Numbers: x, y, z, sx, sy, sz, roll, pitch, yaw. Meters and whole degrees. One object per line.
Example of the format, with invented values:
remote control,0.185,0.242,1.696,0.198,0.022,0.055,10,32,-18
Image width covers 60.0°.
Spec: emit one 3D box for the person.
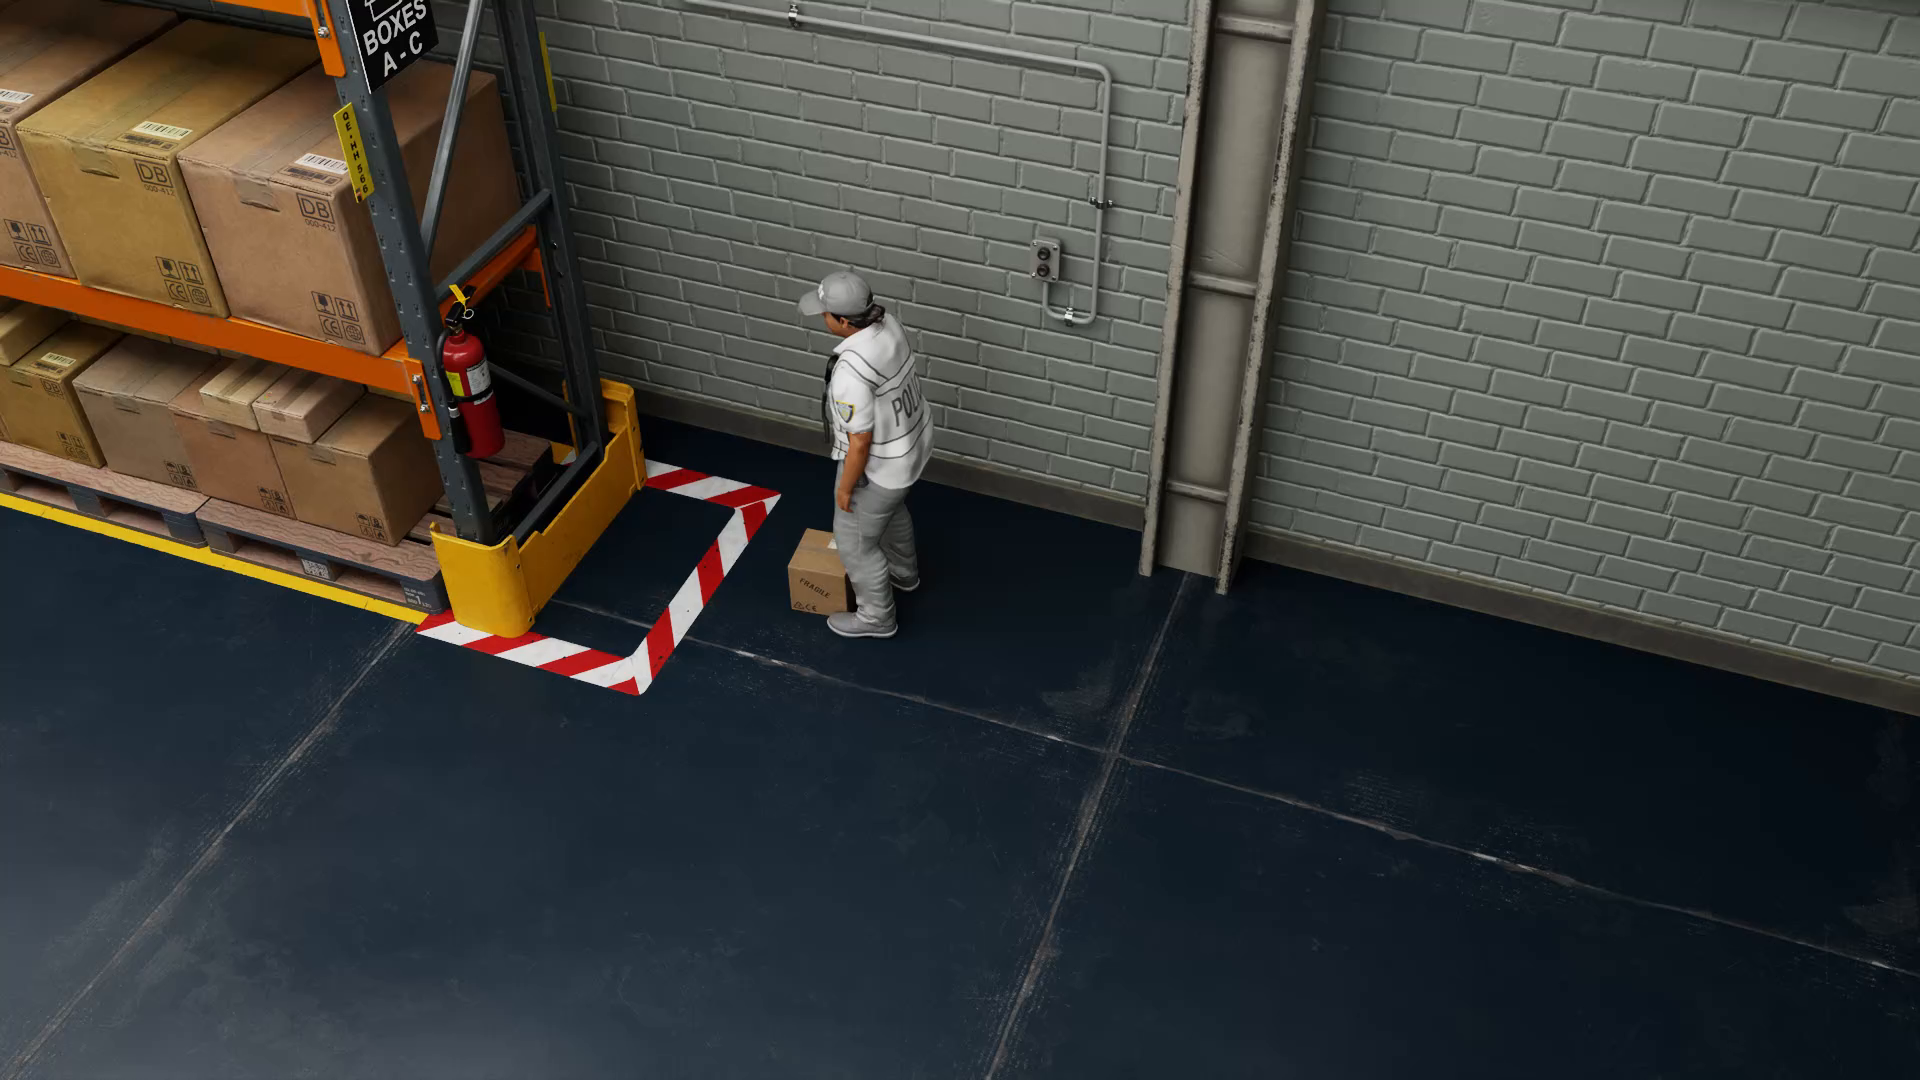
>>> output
person,-0.353,-0.335,6.530,0.470,1.665,0.537,14,44,15
